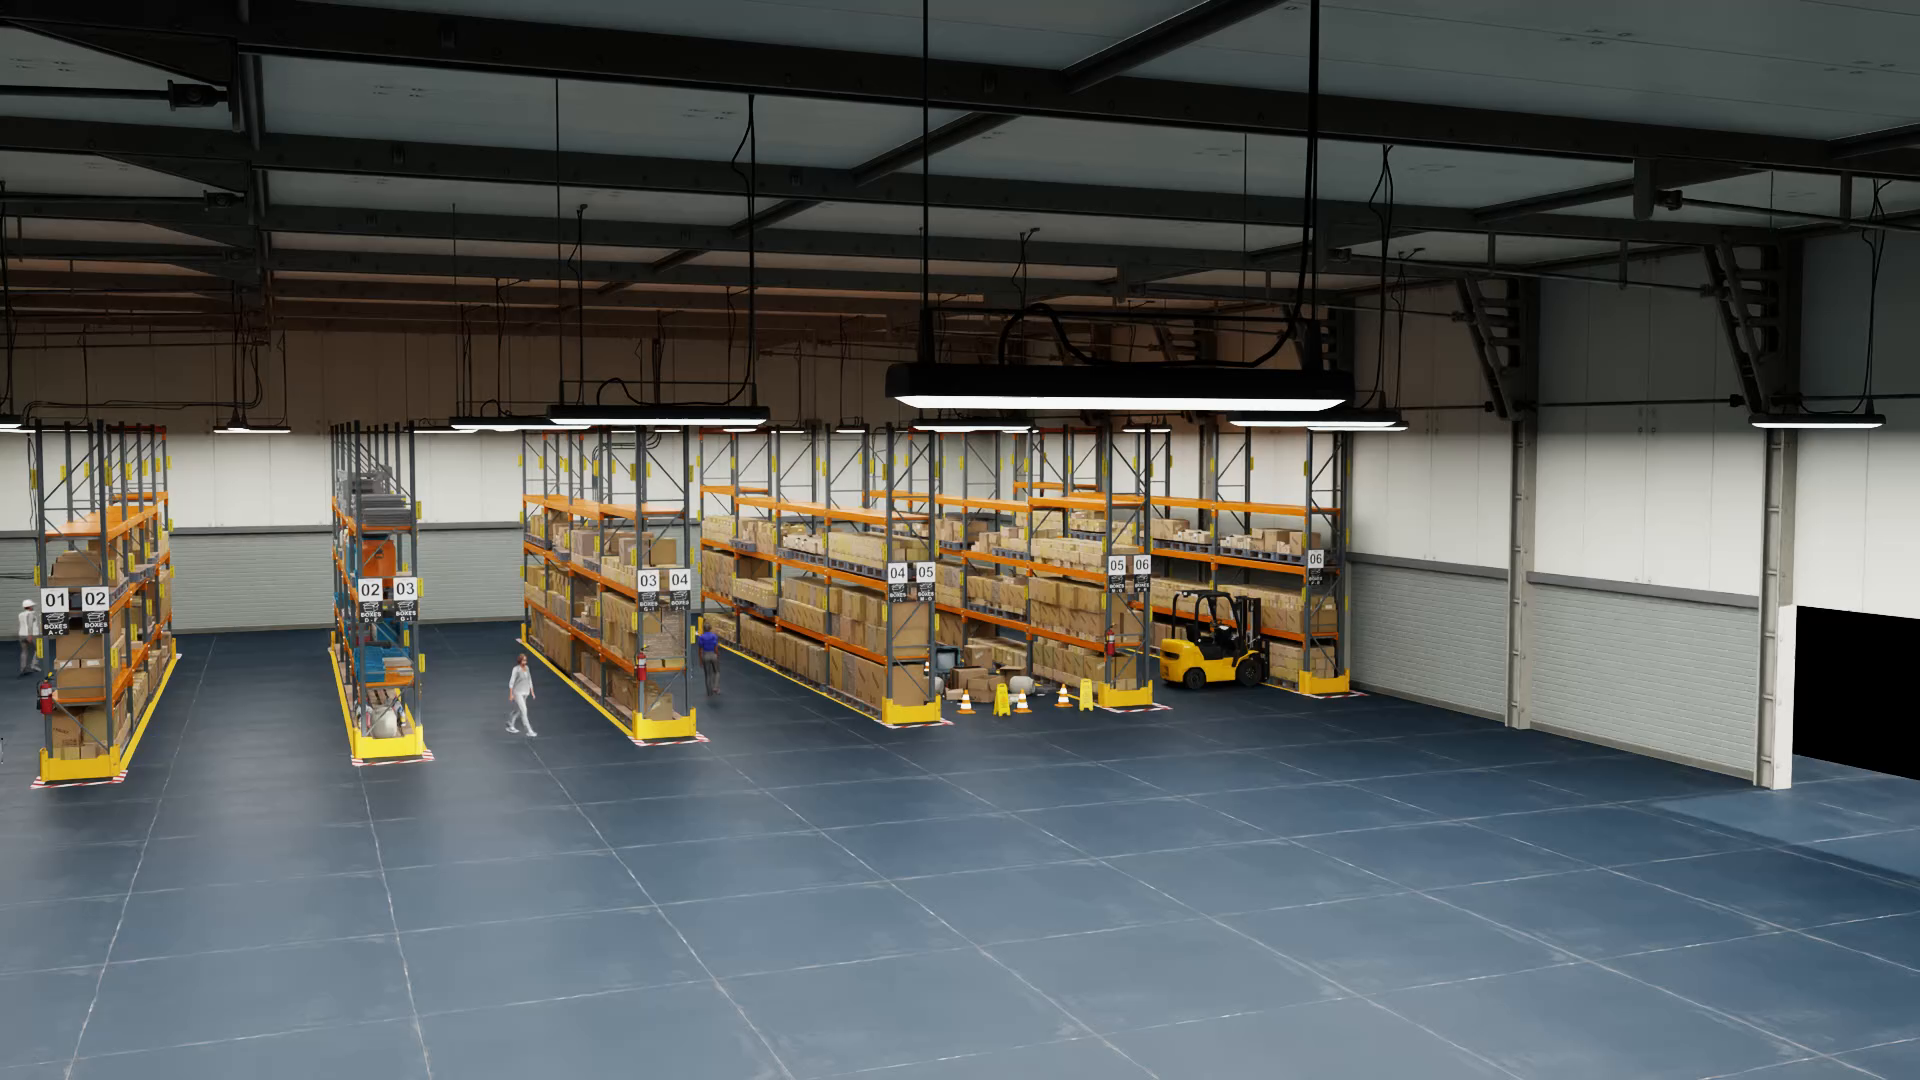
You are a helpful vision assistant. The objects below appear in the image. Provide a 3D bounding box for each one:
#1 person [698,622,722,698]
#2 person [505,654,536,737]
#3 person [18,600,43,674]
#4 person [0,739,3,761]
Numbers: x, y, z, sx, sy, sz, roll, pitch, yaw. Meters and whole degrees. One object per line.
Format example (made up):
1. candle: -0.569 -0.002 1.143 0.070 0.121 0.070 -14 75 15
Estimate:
1. person: -5.465 2.619 36.372 0.500 1.644 0.445 -1 4 -9
2. person: -8.356 2.941 31.737 0.919 1.544 0.447 2 4 24
3. person: -22.489 2.328 40.105 0.538 1.766 0.545 0 4 5
4. person: -15.786 3.143 26.848 0.710 1.772 0.546 1 4 22
